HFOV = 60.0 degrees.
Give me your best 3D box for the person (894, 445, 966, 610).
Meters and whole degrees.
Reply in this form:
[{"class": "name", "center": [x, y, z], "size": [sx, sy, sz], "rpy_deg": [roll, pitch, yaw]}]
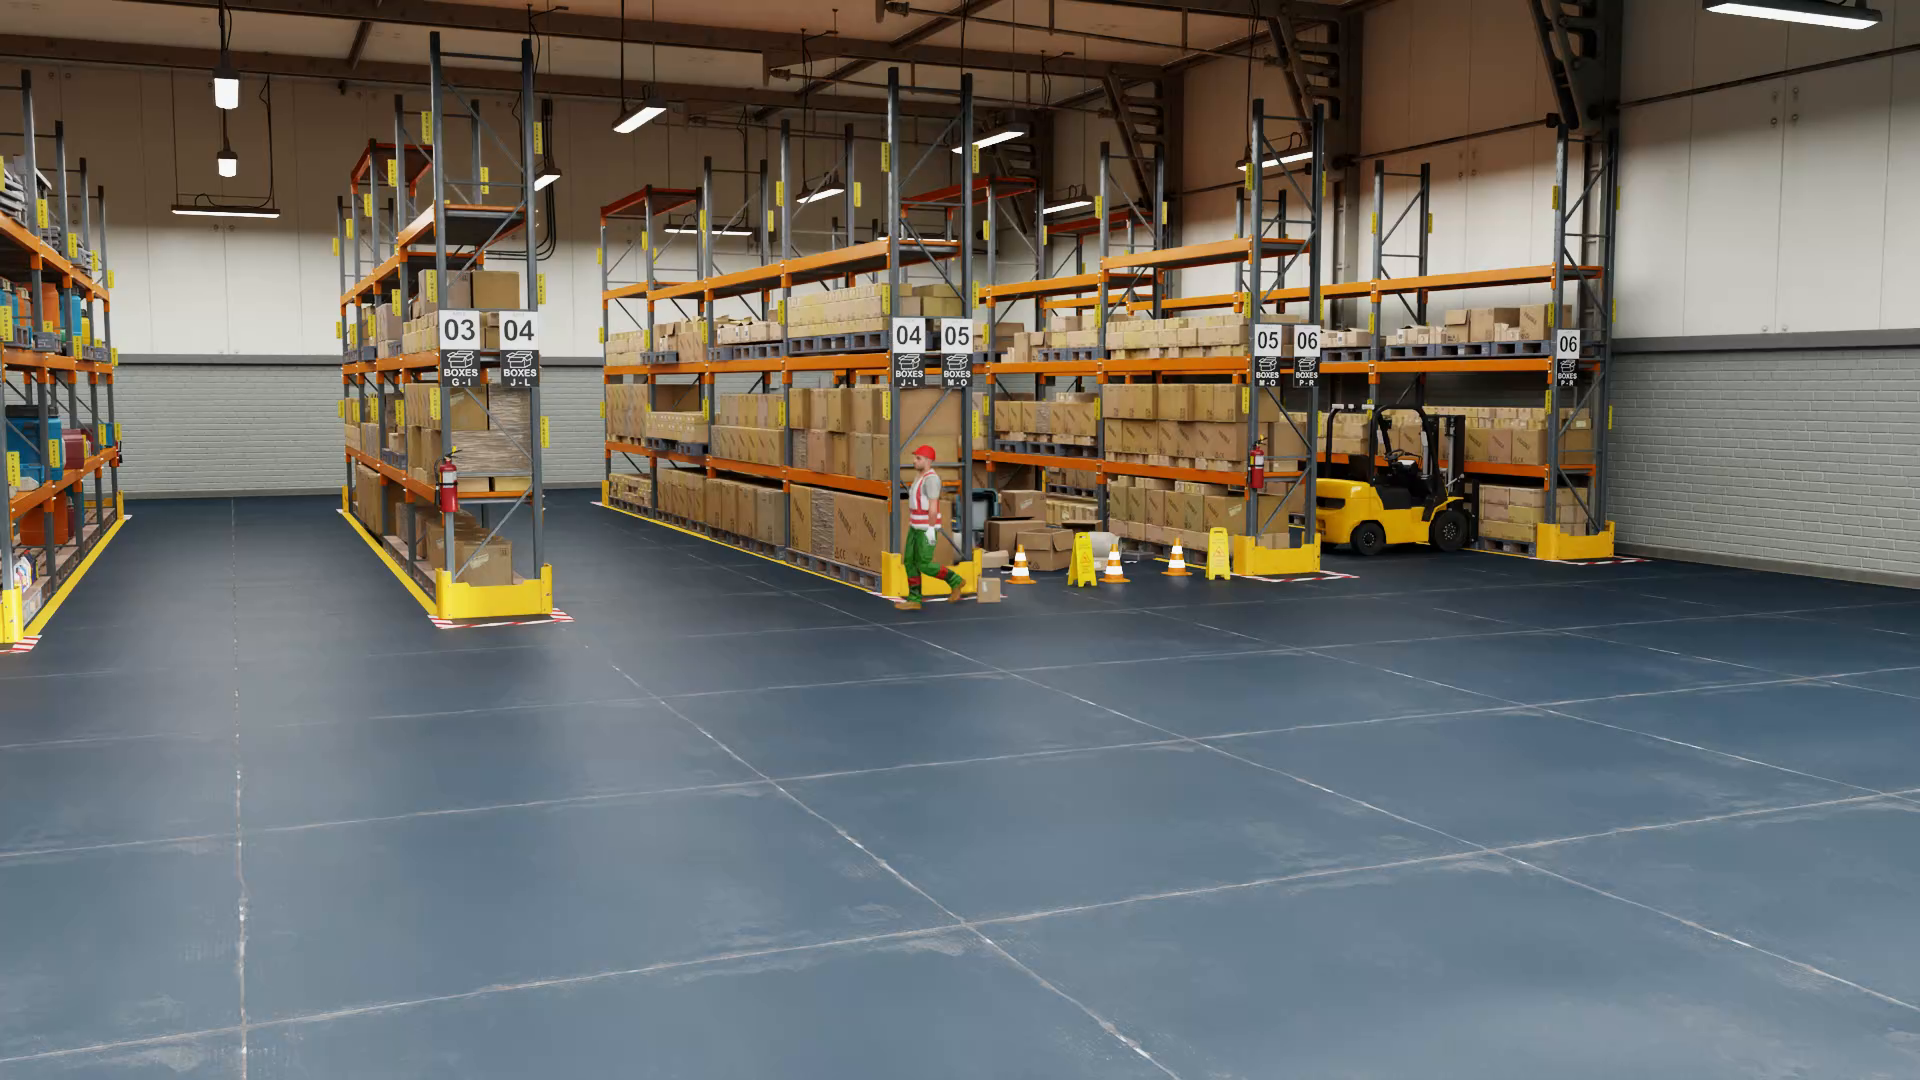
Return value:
[{"class": "person", "center": [-0.320, -0.131, 17.810], "size": [0.750, 1.769, 0.542], "rpy_deg": [-2, 6, -20]}]
